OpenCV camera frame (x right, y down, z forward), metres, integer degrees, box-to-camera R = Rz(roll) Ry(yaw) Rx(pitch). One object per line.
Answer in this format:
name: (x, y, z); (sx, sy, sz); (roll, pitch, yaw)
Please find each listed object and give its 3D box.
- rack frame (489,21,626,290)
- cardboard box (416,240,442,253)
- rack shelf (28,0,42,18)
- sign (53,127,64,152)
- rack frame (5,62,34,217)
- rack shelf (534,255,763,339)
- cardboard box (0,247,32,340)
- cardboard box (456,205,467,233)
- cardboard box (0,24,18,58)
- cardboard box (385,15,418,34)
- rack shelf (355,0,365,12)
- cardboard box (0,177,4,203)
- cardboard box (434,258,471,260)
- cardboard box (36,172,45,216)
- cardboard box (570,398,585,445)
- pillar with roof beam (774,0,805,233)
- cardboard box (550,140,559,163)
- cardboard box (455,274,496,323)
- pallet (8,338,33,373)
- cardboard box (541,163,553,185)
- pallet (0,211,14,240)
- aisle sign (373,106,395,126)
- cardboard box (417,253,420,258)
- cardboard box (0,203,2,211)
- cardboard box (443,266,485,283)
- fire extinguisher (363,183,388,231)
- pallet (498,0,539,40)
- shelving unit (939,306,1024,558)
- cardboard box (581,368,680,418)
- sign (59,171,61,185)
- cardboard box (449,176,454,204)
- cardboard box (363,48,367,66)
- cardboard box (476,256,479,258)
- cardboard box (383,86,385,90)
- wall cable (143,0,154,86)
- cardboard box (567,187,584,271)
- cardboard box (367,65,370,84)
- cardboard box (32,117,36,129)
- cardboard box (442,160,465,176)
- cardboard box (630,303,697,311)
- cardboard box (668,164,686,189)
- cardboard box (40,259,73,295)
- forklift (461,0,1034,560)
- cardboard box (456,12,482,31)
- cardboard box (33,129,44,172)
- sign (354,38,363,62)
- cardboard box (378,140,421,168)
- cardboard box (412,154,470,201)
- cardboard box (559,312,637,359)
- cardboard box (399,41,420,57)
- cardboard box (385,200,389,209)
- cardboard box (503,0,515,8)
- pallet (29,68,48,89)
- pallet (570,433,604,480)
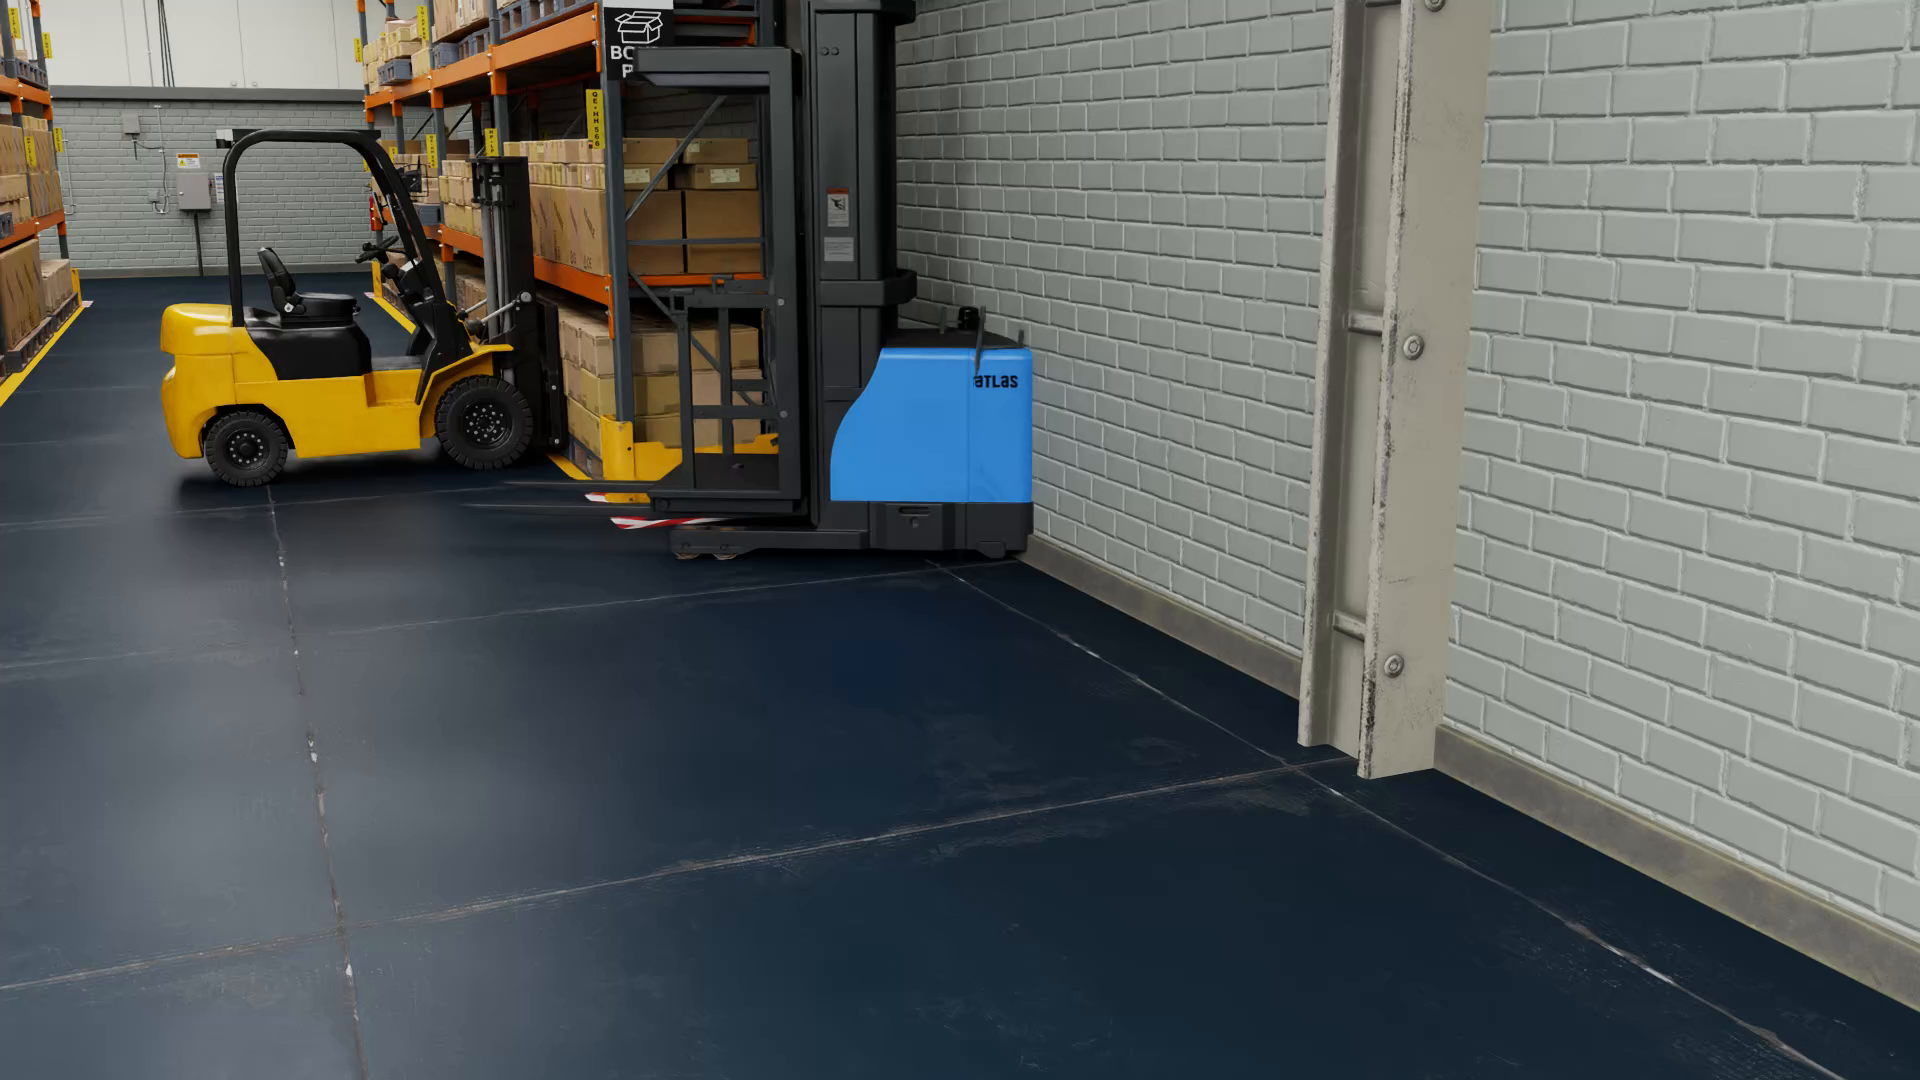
rack frame: (-3.155, -2.569, 13.318); (1.000, 3.000, 0.127); (-6, 14, -23)
cardboard box: (-6.311, -3.522, 19.950); (0.380, 0.149, 0.250); (-6, 14, -26)
rack shelf: (-11.707, -6.564, 19.754); (1.077, 0.370, 4.000); (-6, 14, -23)
sign: (-12.005, -5.325, 22.132); (0.100, 0.325, 0.005); (-6, 14, -23)
rack frame: (-10.906, -3.773, 18.519); (1.000, 3.000, 0.127); (-6, 14, -23)
rack shelf: (-2.353, -1.806, 11.614); (1.077, 0.370, 4.000); (-6, 14, -23)
cardboard box: (-9.858, -2.451, 16.588); (0.875, 0.875, 0.875); (-5, 14, -22)
cardboard box: (-4.393, -2.999, 15.507); (0.500, 0.250, 0.500); (-6, 14, -25)
cardboard box: (-10.949, -5.677, 18.718); (0.500, 0.500, 0.500); (-5, 14, -22)
cardboard box: (-6.559, -6.067, 19.606); (0.396, 0.266, 0.258); (-6, 14, -24)
rack shelf: (-7.160, -7.206, 21.650); (1.077, 0.370, 4.000); (-6, 14, -23)
cardboard box: (-9.486, -3.351, 15.920); (0.500, 0.250, 0.500); (-5, 14, -22)
cardboard box: (-5.744, -3.109, 18.826); (0.380, 0.149, 0.250); (-6, 14, -23)
cardboard box: (-11.052, -4.047, 19.480); (0.500, 0.500, 0.500); (-6, 14, -23)
cardboard box: (-2.221, -0.780, 10.754); (0.500, 0.250, 0.500); (-6, 14, -23)
pillar with roof beam: (-4.950, -4.502, 8.365); (9.100, 9.000, 0.400); (-6, 14, -23)
cardboard box: (-2.492, -2.562, 10.968); (0.380, 0.149, 0.250); (-5, 14, -22)
cardboard box: (-4.520, -2.313, 16.547); (0.875, 0.625, 0.625); (-5, 14, -21)
pallet: (-9.550, -1.758, 15.996); (1.003, 0.211, 1.213); (-6, 14, -23)
cardboard box: (-2.667, -2.523, 11.459); (0.380, 0.149, 0.250); (-6, 14, -24)
pallet: (-8.920, -2.715, 14.376); (1.213, 0.211, 1.003); (-6, 14, -23)
aisle sign: (-8.258, -6.303, 23.684); (0.394, 0.787, 0.004); (-6, 14, -23)
cardboard box: (-6.459, -3.427, 20.197); (0.380, 0.149, 0.250); (-5, 14, -20)
cardboard box: (-9.491, -3.102, 15.952); (0.500, 0.250, 0.500); (-6, 14, -25)
cardboard box: (-5.187, -2.778, 17.392); (0.380, 0.149, 0.250); (-6, 14, -26)
fire extinguisher: (-8.444, -4.818, 24.032); (0.296, 0.674, 0.183); (-6, 14, -23)
pallet: (-2.789, -3.814, 12.239); (1.003, 0.211, 1.213); (-6, 14, -23)
shelving unit: (0.056, -0.553, 8.537); (0.258, 1.200, 0.503); (-3, 22, -22)
cardboard box: (-2.034, -0.924, 10.267); (0.500, 0.250, 0.500); (-6, 14, -24)
sign: (-14.857, -5.902, 27.120); (0.327, 0.218, 0.001); (-6, 14, -23)
cardboard box: (-4.604, -3.349, 15.911); (0.500, 0.250, 0.500); (-5, 14, -21)
cardboard box: (-8.014, -6.711, 23.125); (0.500, 0.250, 0.500); (-6, 14, -24)
cardboard box: (-5.390, -3.211, 19.266); (0.380, 0.149, 0.250); (-5, 14, -22)
cardboard box: (-7.250, -5.876, 21.512); (0.380, 0.149, 0.250); (-5, 14, -22)
wall cable: (-14.355, -8.739, 26.672); (2.355, 3.000, 0.029); (-6, 14, -23)
cardboard box: (-2.189, -1.978, 10.540); (0.500, 0.500, 0.500); (-5, 14, -21)
cardboard box: (-7.812, -6.362, 22.727); (0.500, 0.250, 0.500); (-5, 14, -22)
cardboard box: (-11.387, -5.030, 20.072); (0.380, 0.149, 0.250); (-6, 14, -23)
cardboard box: (-4.899, -3.668, 16.405); (0.380, 0.149, 0.250); (-5, 14, -21)
cardboard box: (-2.164, -1.525, 11.756); (0.500, 0.250, 0.500); (-6, 14, -24)
cardboard box: (-1.608, -2.246, 10.263); (0.380, 0.149, 0.250); (-6, 14, -23)
cardboard box: (-12.152, -3.428, 21.781); (0.875, 0.438, 0.875); (-6, 14, -25)
forklift: (-1.069, -1.443, 8.606); (3.031, 2.935, 1.130); (1, 13, 4)
cardboard box: (-4.182, -4.521, 14.501); (0.380, 0.149, 0.250); (-6, 14, -24)
cardboard box: (-11.266, -4.641, 19.830); (0.500, 0.500, 0.500); (-5, 14, -22)
sign: (-8.459, -6.887, 23.382); (0.100, 0.325, 0.005); (-6, 14, -23)
cardboard box: (-7.425, -5.058, 22.080); (0.500, 0.500, 0.500); (-5, 14, -22)
cardboard box: (-5.580, -3.971, 18.215); (0.797, 0.503, 0.637); (-6, 14, -24)
cardboard box: (-2.444, -1.370, 11.087); (0.500, 0.250, 0.500); (-5, 14, -22)
cardboard box: (-5.965, -5.401, 18.307); (0.380, 0.149, 0.250); (-5, 14, -22)
cardboard box: (-7.487, -4.510, 22.262); (0.380, 0.149, 0.250); (-5, 14, -22)
cardboard box: (-3.045, -4.047, 12.094); (0.500, 0.311, 0.500); (-5, 14, -22)
pallet: (-12.201, -5.865, 21.104); (1.003, 0.211, 1.213); (-6, 14, -23)
pallet: (-1.897, -0.539, 10.728); (1.003, 0.211, 1.213); (-6, 14, -23)
